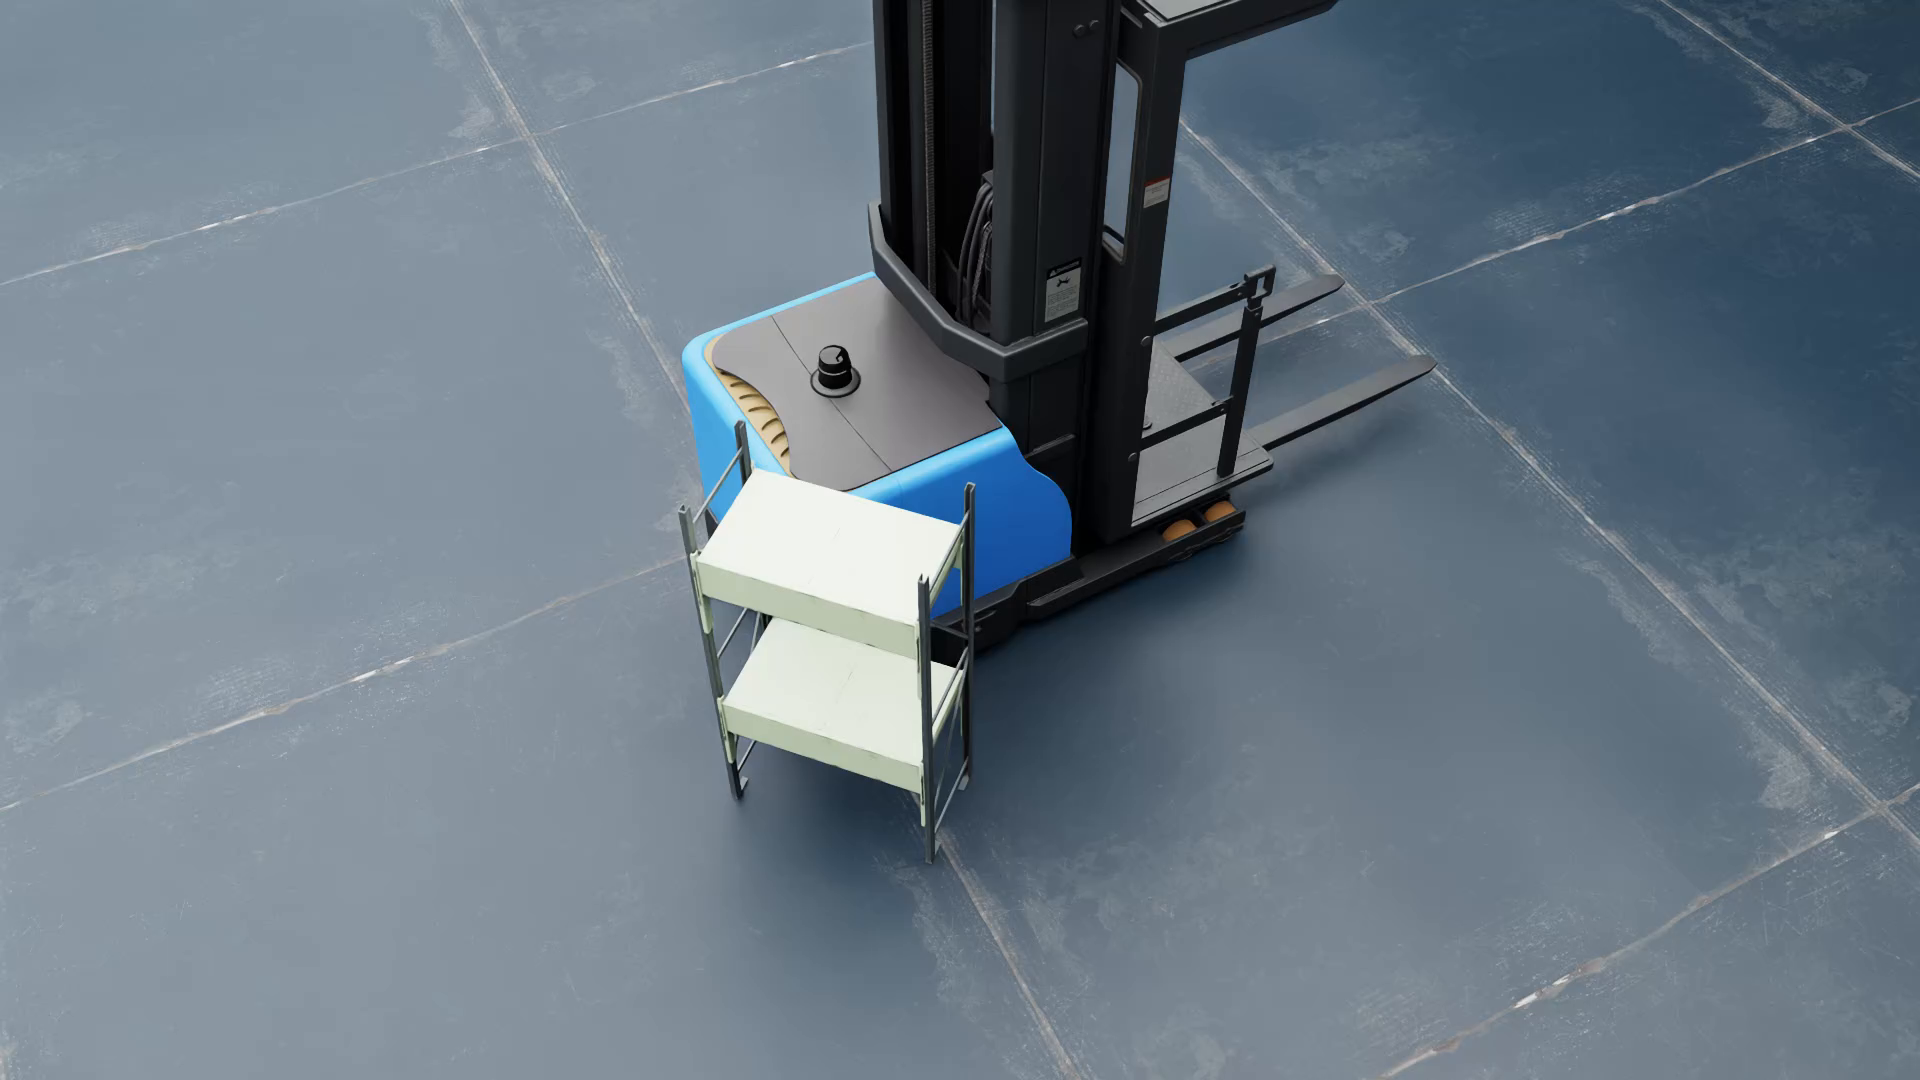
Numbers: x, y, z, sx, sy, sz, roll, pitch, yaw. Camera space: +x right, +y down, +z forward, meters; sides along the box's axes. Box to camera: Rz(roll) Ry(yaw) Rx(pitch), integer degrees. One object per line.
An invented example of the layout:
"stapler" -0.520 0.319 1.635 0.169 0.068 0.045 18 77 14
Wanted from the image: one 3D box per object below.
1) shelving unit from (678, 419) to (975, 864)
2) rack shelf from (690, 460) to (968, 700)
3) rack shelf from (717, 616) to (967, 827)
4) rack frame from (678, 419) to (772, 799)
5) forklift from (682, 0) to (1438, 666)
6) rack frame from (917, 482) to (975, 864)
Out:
"shelving unit" -0.379 0.372 5.321 0.755 1.500 0.431 16 51 13
"rack shelf" -0.379 0.115 5.027 0.720 0.370 0.431 16 51 13
"rack shelf" -0.379 0.587 5.566 0.720 0.370 0.431 16 51 13
"rack frame" -0.721 0.275 5.406 0.023 1.500 0.400 16 51 13
"forklift" 0.540 -1.204 5.748 3.031 2.935 1.130 -24 53 -20
"rack frame" -0.036 0.470 5.235 0.023 1.500 0.400 16 51 13
